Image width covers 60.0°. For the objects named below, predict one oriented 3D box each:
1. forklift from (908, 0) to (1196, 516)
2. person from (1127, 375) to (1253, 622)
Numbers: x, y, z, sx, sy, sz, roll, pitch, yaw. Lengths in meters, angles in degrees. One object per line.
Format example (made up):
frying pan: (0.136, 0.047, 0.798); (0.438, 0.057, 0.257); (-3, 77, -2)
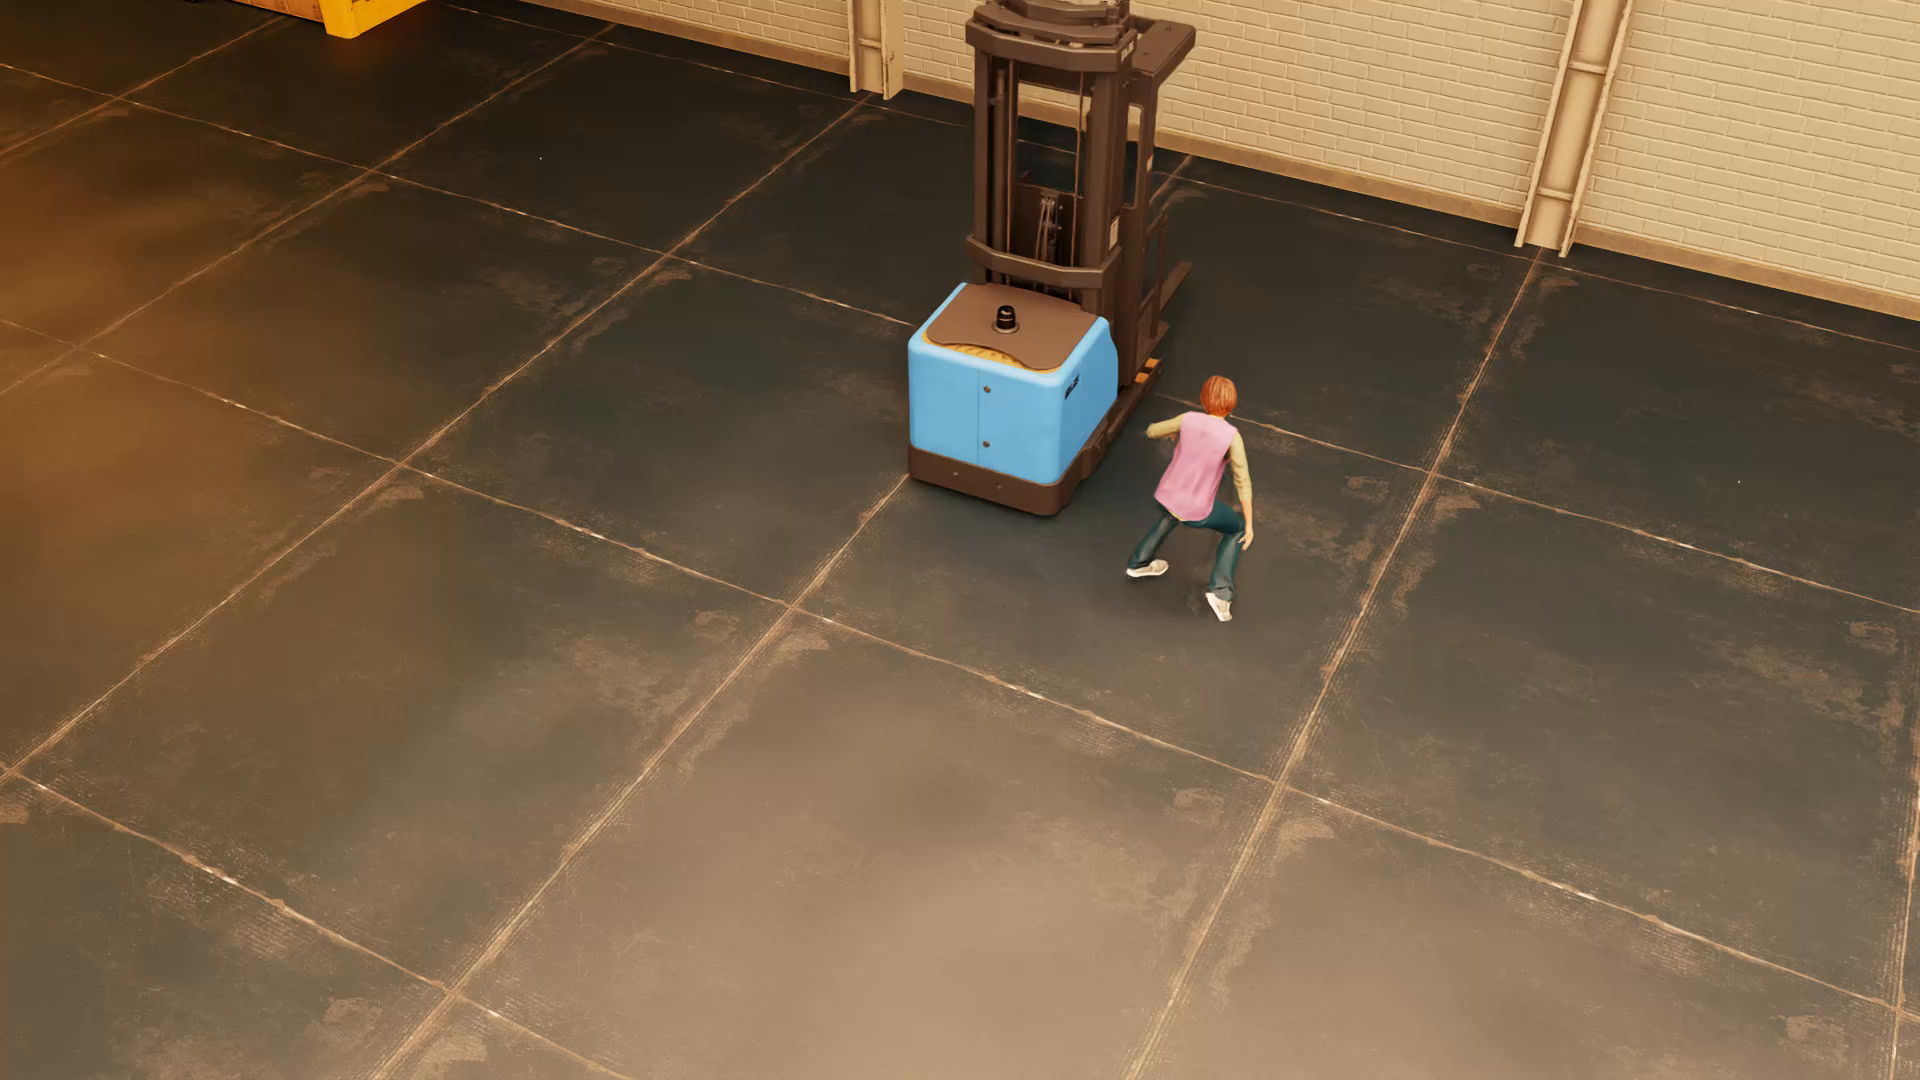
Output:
forklift: (0.761, -2.218, 10.620); (1.130, 2.935, 3.031); (17, 43, 19)
person: (1.391, -0.225, 9.470); (0.875, 1.489, 0.492); (30, 49, 31)
